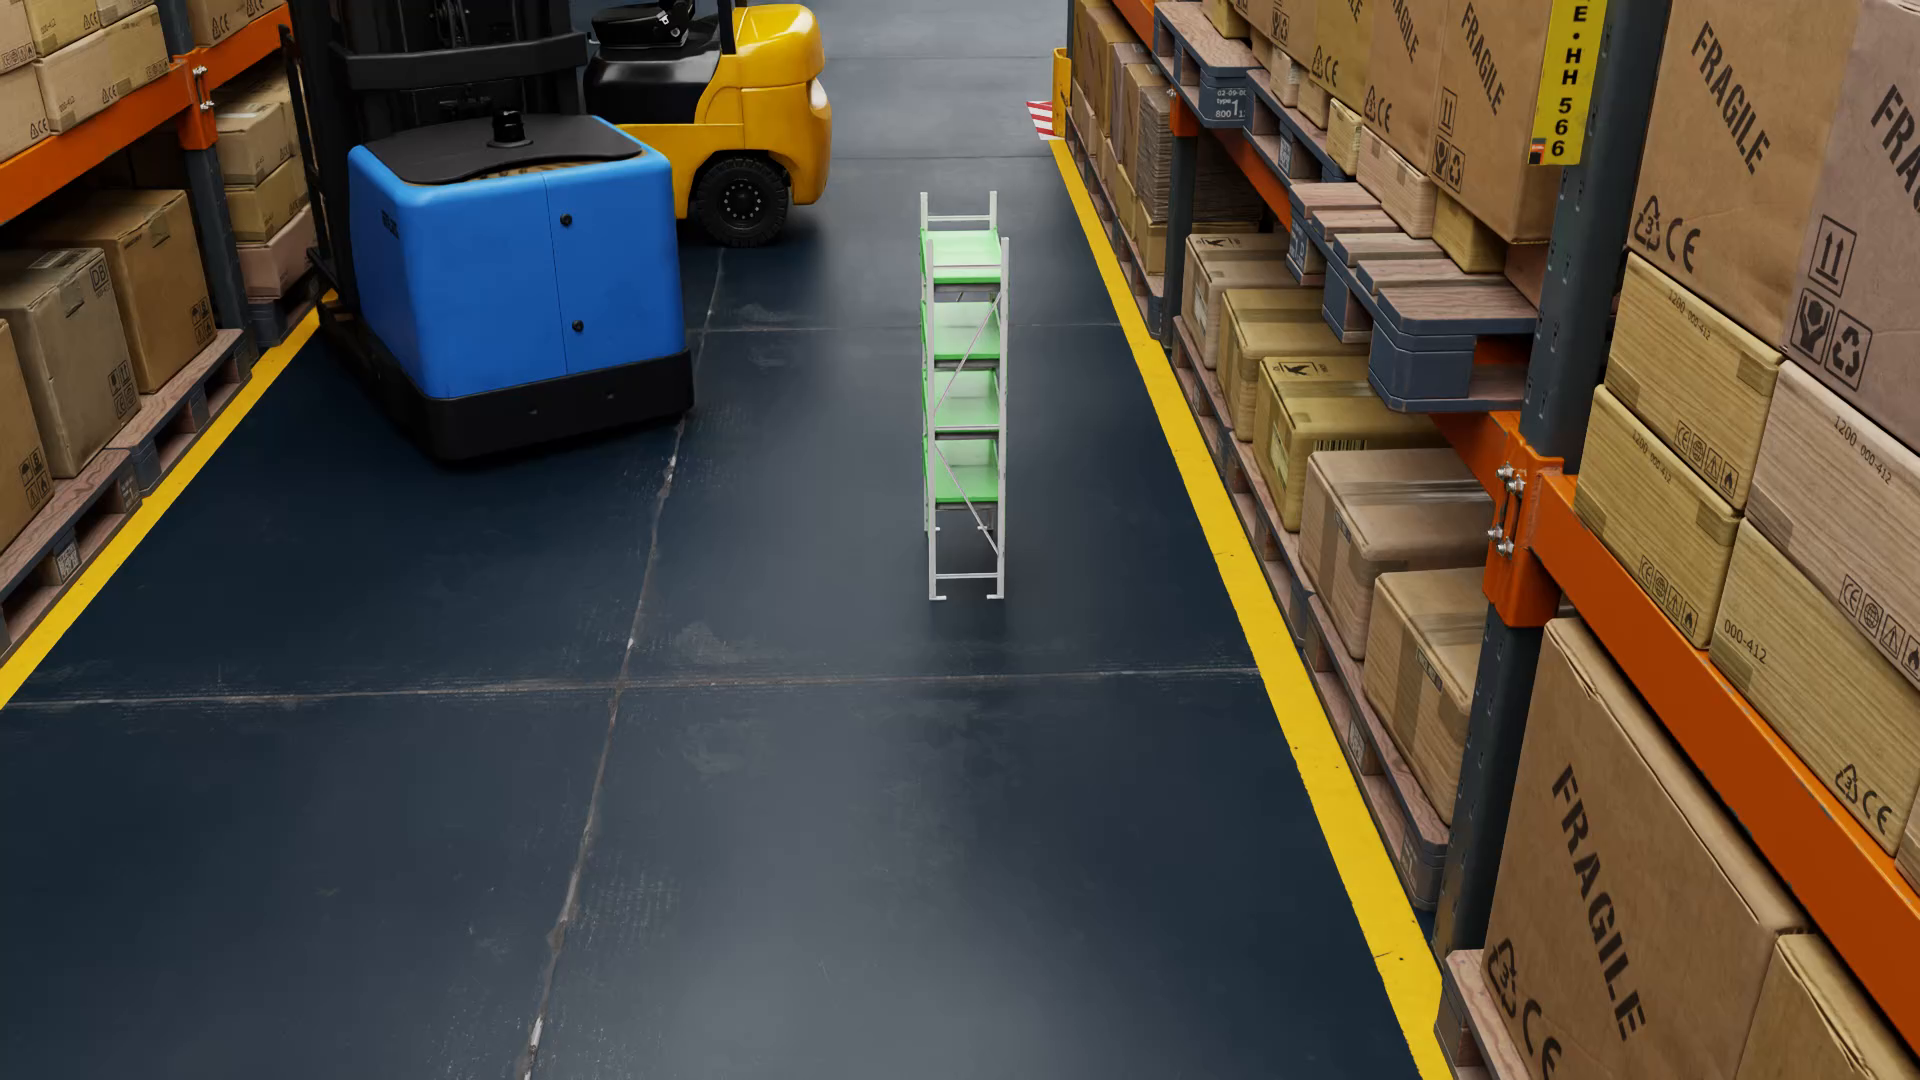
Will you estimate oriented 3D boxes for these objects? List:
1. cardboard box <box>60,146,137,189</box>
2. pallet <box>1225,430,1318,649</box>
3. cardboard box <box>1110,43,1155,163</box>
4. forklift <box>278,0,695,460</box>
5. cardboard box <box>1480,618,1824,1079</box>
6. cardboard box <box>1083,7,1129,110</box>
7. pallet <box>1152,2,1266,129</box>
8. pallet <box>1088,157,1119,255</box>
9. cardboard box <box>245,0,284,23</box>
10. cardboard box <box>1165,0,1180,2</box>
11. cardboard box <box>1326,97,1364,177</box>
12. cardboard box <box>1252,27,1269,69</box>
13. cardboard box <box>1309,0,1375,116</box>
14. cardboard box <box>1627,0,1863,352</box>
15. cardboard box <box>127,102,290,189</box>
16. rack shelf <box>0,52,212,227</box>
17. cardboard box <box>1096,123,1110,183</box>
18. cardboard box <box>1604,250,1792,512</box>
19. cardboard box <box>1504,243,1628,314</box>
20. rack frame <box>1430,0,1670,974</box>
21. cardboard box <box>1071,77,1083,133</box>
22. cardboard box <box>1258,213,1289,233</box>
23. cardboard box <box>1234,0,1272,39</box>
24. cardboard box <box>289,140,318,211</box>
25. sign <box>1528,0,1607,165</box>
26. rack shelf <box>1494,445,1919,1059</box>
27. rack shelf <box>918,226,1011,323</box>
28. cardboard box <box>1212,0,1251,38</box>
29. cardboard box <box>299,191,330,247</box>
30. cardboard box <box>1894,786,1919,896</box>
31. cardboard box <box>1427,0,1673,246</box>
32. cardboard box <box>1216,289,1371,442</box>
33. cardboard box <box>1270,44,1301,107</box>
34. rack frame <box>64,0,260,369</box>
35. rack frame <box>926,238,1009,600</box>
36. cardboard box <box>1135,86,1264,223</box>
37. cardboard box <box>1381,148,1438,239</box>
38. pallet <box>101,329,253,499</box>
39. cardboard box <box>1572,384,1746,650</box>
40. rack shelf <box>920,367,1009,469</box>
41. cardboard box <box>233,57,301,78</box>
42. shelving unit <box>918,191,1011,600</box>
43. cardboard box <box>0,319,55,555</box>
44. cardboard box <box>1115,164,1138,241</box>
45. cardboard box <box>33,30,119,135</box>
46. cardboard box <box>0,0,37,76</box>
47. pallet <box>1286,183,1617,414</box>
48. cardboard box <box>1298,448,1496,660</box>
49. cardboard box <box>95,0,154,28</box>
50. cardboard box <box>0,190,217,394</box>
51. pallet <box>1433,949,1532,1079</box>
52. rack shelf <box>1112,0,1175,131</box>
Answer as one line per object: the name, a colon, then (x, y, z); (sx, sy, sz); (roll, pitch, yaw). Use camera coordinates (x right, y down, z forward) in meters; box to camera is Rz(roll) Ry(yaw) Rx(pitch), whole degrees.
cardboard box: (-3.775, -1.716, 7.234); (0.500, 0.250, 0.500); (-1, 28, -2)
pallet: (1.509, -0.044, 5.605); (1.003, 0.211, 1.213); (-1, 28, -3)
cardboard box: (1.045, -2.241, 8.511); (0.500, 0.500, 0.500); (0, 28, 0)
forklift: (-2.246, -2.240, 6.875); (1.130, 2.935, 3.031); (-15, 31, -27)
cardboard box: (1.562, 0.720, 2.970); (0.875, 0.875, 0.875); (-2, 28, -3)
cardboard box: (0.991, -2.720, 9.429); (0.500, 0.500, 0.500); (-2, 28, -5)
pallet: (1.295, -1.763, 6.093); (1.003, 0.211, 1.213); (-1, 28, -3)
pallet: (1.263, -1.842, 9.053); (1.003, 0.211, 1.213); (-1, 28, -3)
cardboard box: (-3.363, -2.578, 7.342); (0.500, 0.500, 0.500); (-1, 28, -2)
cardboard box: (1.079, -2.234, 7.061); (0.380, 0.149, 0.250); (-2, 28, -3)
cardboard box: (1.179, -1.058, 4.353); (0.380, 0.149, 0.250); (-1, 28, -2)
cardboard box: (1.181, -1.652, 5.491); (0.380, 0.149, 0.250); (-1, 28, -2)
cardboard box: (1.242, -1.394, 4.296); (0.500, 0.500, 0.500); (-3, 28, -6)
cardboard box: (1.391, -0.611, 2.488); (0.500, 0.500, 0.500); (-2, 28, -4)
cardboard box: (-3.268, -1.724, 7.250); (0.500, 0.250, 0.500); (-2, 28, -3)
rack shelf: (-3.452, -0.840, 4.895); (1.077, 0.370, 4.000); (-1, 28, -3)
cardboard box: (1.018, -2.152, 9.151); (0.500, 0.250, 0.500); (0, 28, 1)
cardboard box: (1.389, -0.272, 2.650); (0.500, 0.250, 0.500); (-2, 28, -3)
cardboard box: (1.357, -0.577, 3.431); (0.380, 0.149, 0.250); (0, 28, -1)
rack frame: (1.609, -0.357, 3.191); (1.000, 3.000, 0.127); (-1, 28, -3)
cardboard box: (0.957, -2.639, 10.086); (0.500, 0.250, 0.500); (-2, 28, -3)
cardboard box: (1.639, -1.450, 7.806); (0.500, 0.250, 0.500); (-3, 28, -5)
cardboard box: (1.177, -1.883, 5.233); (0.500, 0.500, 0.500); (-2, 28, -3)
cardboard box: (-3.302, -1.735, 7.811); (0.500, 0.250, 0.500); (-2, 28, -3)
sign: (1.068, -0.818, 2.908); (0.100, 0.325, 0.005); (-1, 28, -3)
rack shelf: (1.714, 0.886, 1.586); (1.077, 0.370, 4.000); (-1, 28, -3)
rack shelf: (0.009, -0.824, 5.134); (0.258, 0.148, 0.480); (-1, 28, -3)
cardboard box: (1.118, -1.901, 5.968); (0.380, 0.149, 0.250); (-1, 28, -2)
cardboard box: (-3.293, -1.515, 7.931); (0.500, 0.250, 0.500); (-2, 28, -4)
cardboard box: (1.449, 0.421, 1.862); (0.500, 0.250, 0.500); (0, 28, -1)
cardboard box: (1.308, -0.923, 3.391); (0.500, 0.500, 0.500); (-2, 28, -4)
cardboard box: (1.471, -0.651, 6.142); (0.950, 0.372, 0.625); (0, 28, 1)
cardboard box: (1.154, -1.414, 5.034); (0.380, 0.149, 0.250); (0, 28, -1)
rack frame: (-3.556, -2.083, 6.499); (1.000, 3.000, 0.127); (-1, 28, -3)
rack frame: (0.021, -0.343, 5.110); (0.240, 1.200, 0.015); (-1, 28, -3)
cardboard box: (1.101, -1.771, 7.609); (0.500, 0.500, 0.500); (-2, 28, -3)
cardboard box: (1.213, -0.815, 3.886); (0.380, 0.149, 0.250); (-2, 28, -3)
pallet: (-3.479, -0.507, 6.494); (1.003, 0.211, 1.213); (-1, 28, -3)
cardboard box: (1.383, -0.058, 2.780); (0.500, 0.250, 0.500); (-2, 28, -4)
rack shelf: (0.009, -0.399, 5.356); (0.258, 0.148, 0.480); (-1, 28, -3)
cardboard box: (-3.322, -2.190, 8.143); (0.500, 0.250, 0.500); (0, 28, -1)
shelving unit: (0.009, -0.456, 5.326); (0.258, 1.200, 0.503); (-1, 28, -3)
cardboard box: (-3.444, -0.270, 5.137); (0.875, 0.625, 0.625); (-2, 28, -5)
cardboard box: (1.063, -1.683, 8.253); (0.500, 0.250, 0.500); (-2, 28, -4)
cardboard box: (-3.237, -1.558, 5.655); (0.500, 0.250, 0.500); (-2, 28, -3)
cardboard box: (-3.221, -1.544, 5.087); (0.500, 0.250, 0.500); (-1, 28, -2)
pallet: (1.466, -0.598, 3.861); (1.213, 0.211, 1.003); (-1, 28, -3)
cardboard box: (1.543, 0.020, 4.855); (0.950, 0.372, 0.625); (-2, 28, -4)
cardboard box: (-3.275, -2.017, 5.996); (0.500, 0.250, 0.500); (-2, 28, -4)
cardboard box: (-3.518, -0.975, 6.490); (0.875, 0.625, 0.625); (0, 28, 0)
pallet: (1.575, 1.245, 3.134); (1.003, 0.211, 1.213); (-1, 28, -3)
rack shelf: (1.296, -2.809, 8.670); (1.077, 0.370, 4.000); (-1, 28, -3)
